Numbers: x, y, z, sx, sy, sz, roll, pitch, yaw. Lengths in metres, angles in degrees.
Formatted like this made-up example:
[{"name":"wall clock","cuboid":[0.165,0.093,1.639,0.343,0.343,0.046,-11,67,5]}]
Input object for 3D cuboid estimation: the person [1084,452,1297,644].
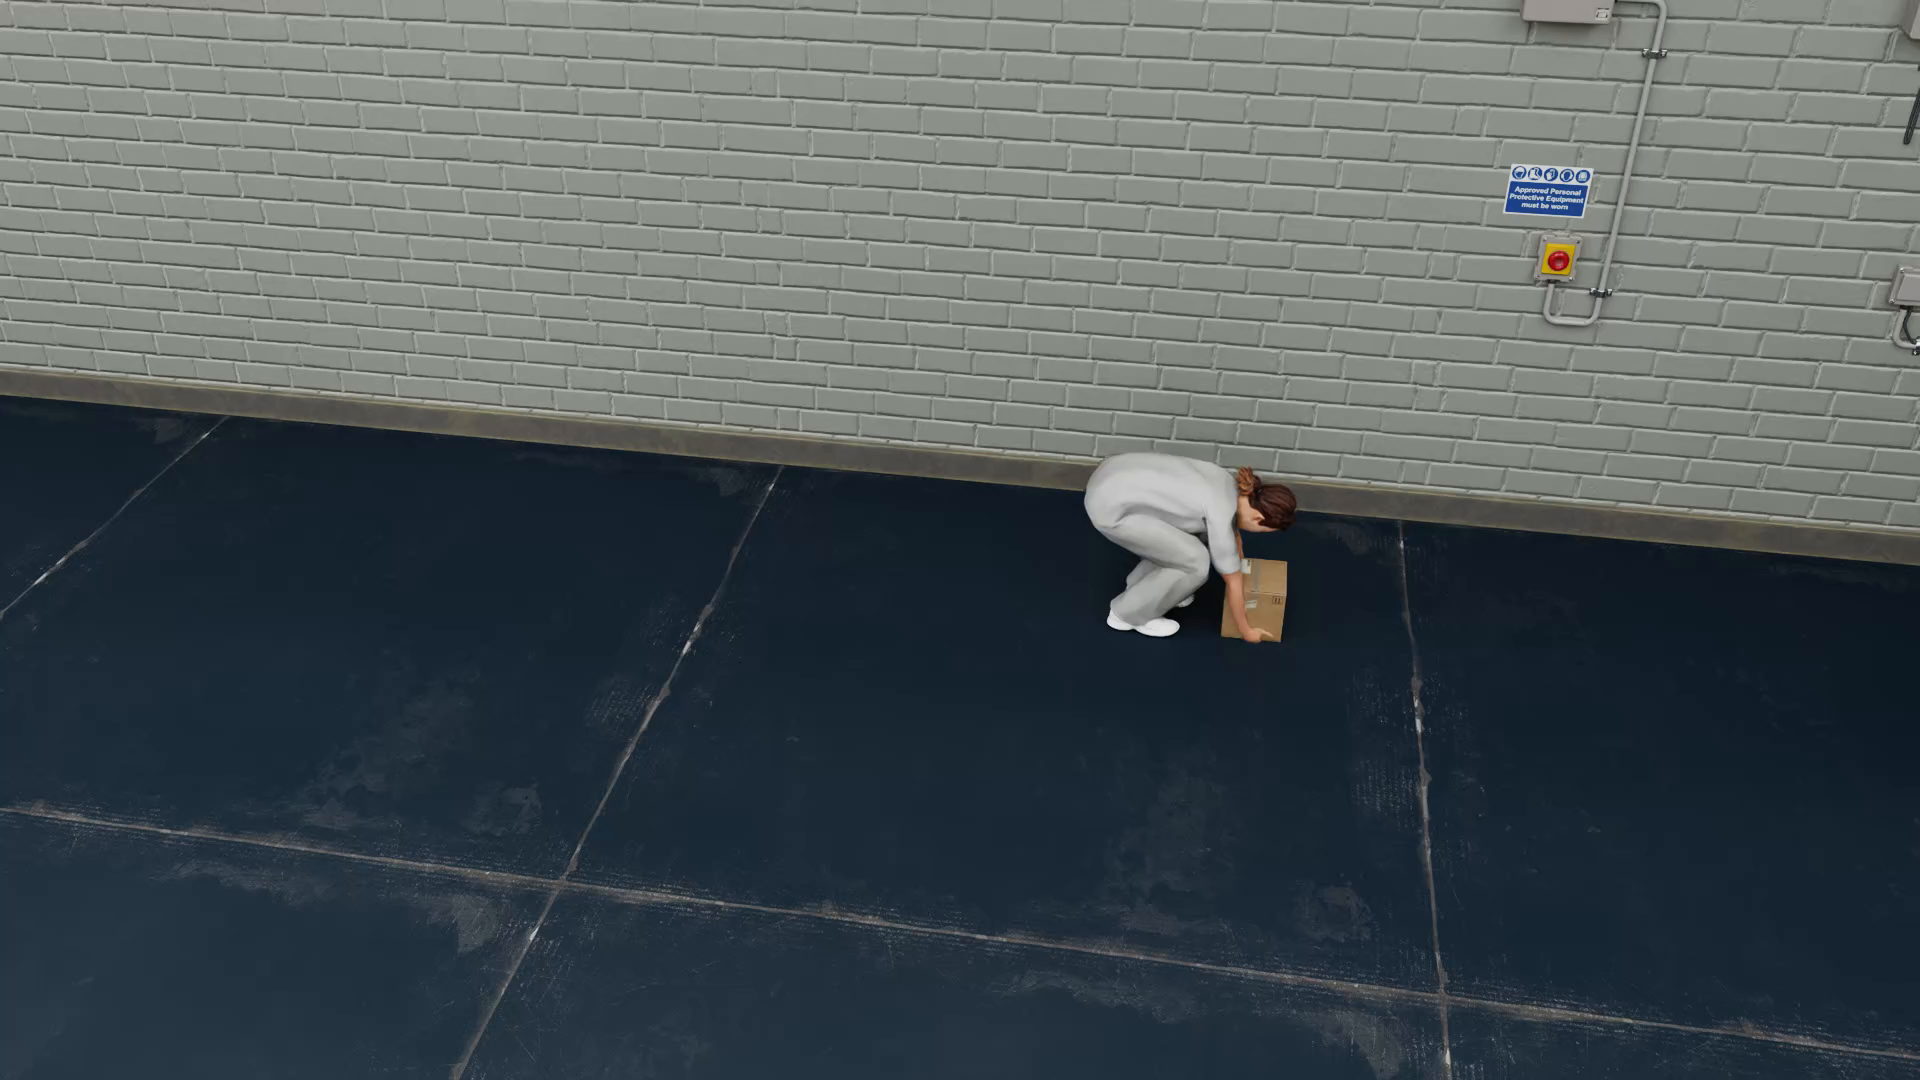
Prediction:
[{"name":"person","cuboid":[0.949,0.022,6.977,0.866,0.785,0.456,4,33,7]}]
